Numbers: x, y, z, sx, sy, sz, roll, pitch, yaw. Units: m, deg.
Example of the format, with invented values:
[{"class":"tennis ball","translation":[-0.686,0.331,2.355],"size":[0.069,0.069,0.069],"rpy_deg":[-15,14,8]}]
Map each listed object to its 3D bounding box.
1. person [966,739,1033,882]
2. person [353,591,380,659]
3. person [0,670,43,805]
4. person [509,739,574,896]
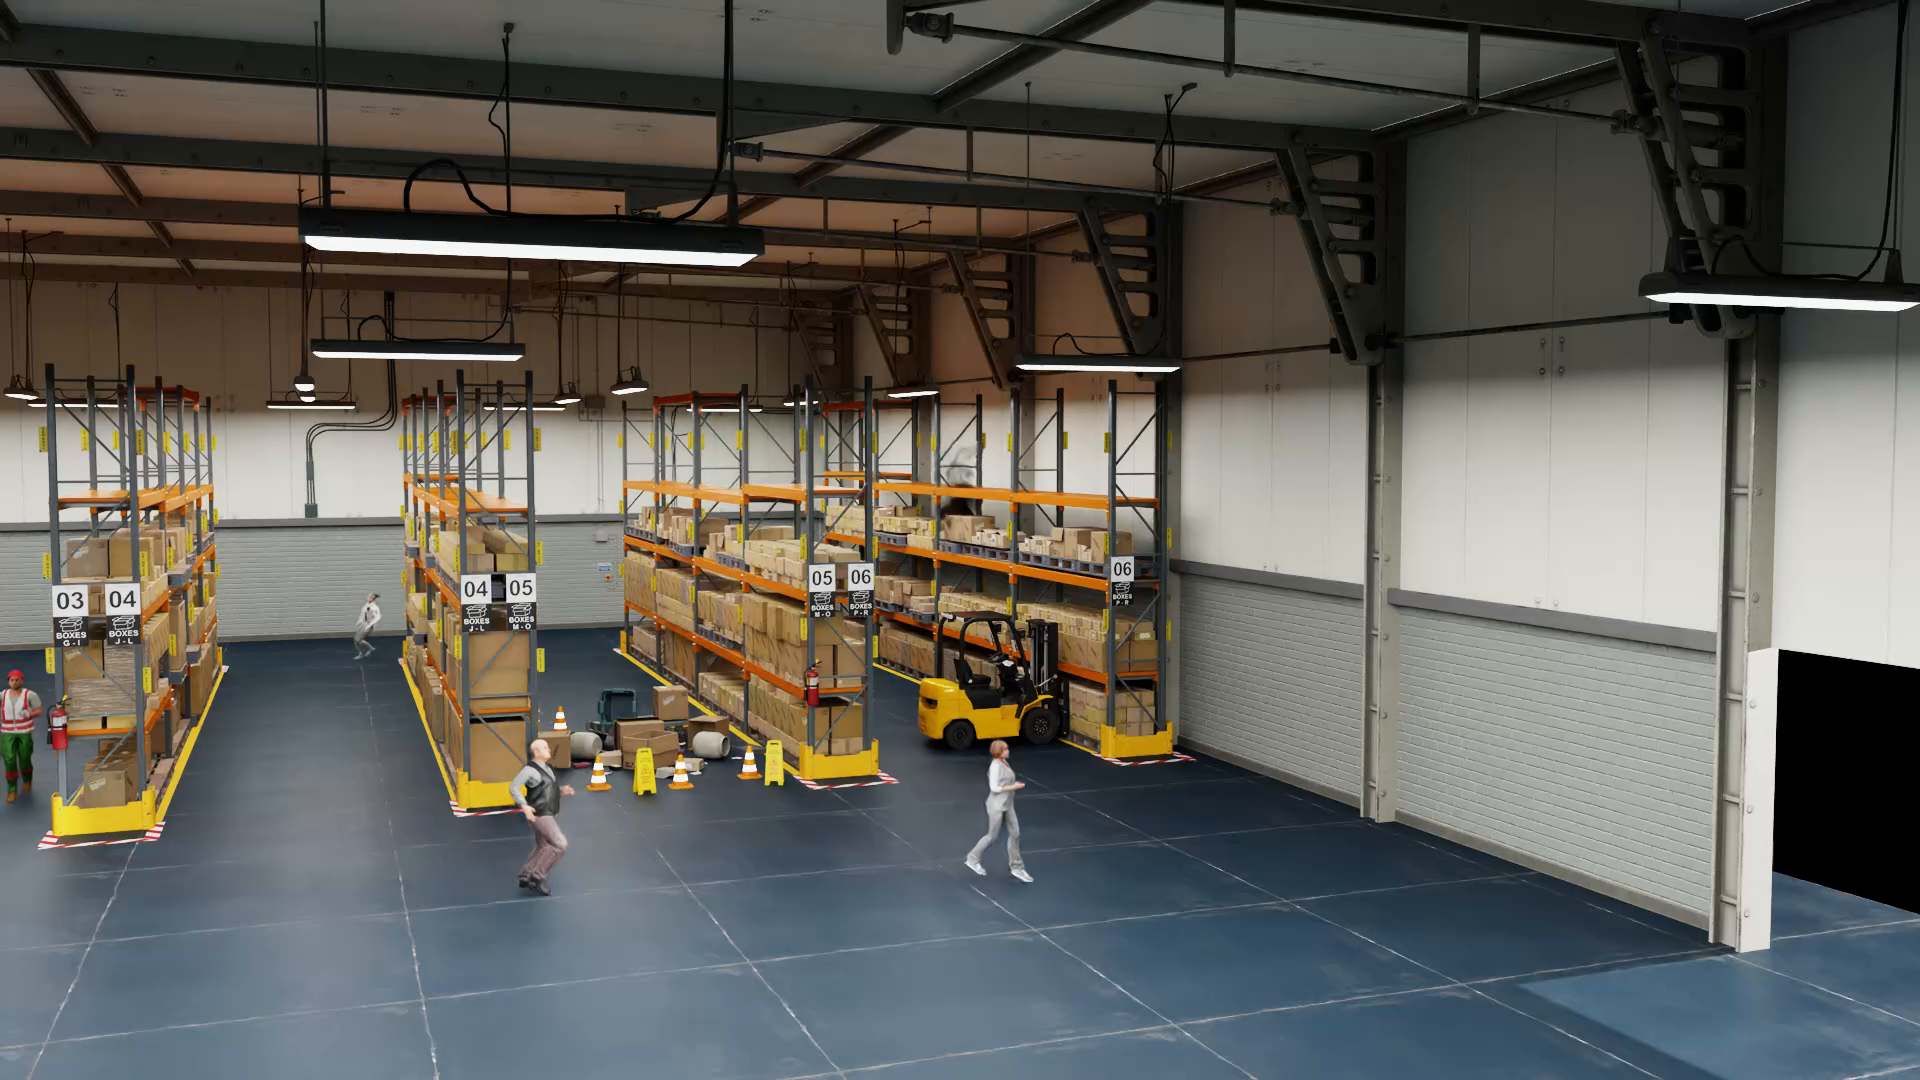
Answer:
[{"class":"person","translation":[0.441,3.075,18.939],"size":[0.787,1.623,0.526],"rpy_deg":[2,4,25]},{"class":"person","translation":[-13.712,1.972,38.394],"size":[0.526,1.604,0.691],"rpy_deg":[-2,4,-36]},{"class":"person","translation":[-13.253,2.732,23.383],"size":[0.640,1.823,0.814],"rpy_deg":[-1,4,-22]},{"class":"person","translation":[-4.603,3.073,18.409],"size":[0.693,1.710,0.629],"rpy_deg":[0,3,7]}]
